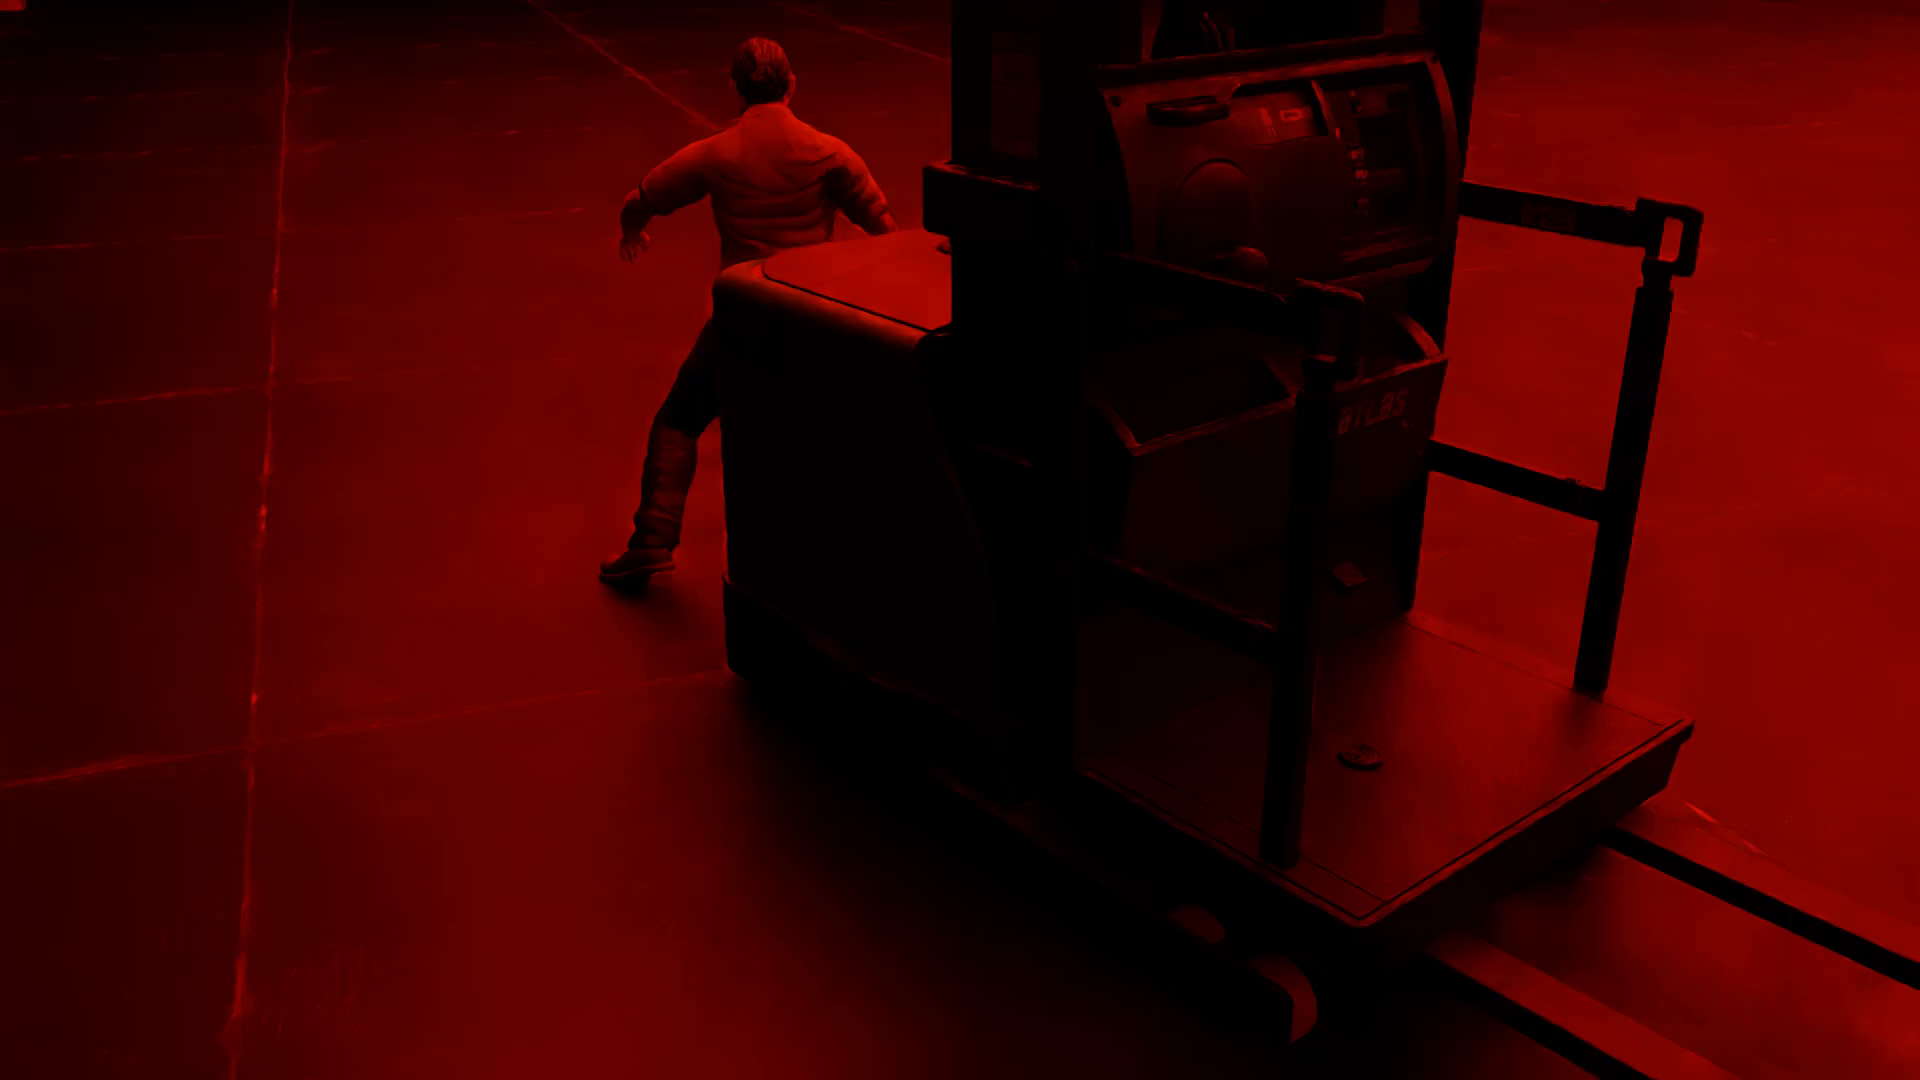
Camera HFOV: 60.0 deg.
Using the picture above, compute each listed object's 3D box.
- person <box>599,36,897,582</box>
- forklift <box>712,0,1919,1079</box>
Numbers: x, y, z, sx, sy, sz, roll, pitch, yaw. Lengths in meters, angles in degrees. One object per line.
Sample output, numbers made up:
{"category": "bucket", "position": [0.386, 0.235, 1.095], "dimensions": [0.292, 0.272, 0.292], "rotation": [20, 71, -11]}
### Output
{"category": "person", "position": [-0.576, -0.707, 4.883], "dimensions": [0.998, 1.477, 0.996], "rotation": [-2, 23, -4]}
{"category": "forklift", "position": [0.750, -0.671, 2.895], "dimensions": [1.130, 2.935, 3.031], "rotation": [-18, 29, -36]}
